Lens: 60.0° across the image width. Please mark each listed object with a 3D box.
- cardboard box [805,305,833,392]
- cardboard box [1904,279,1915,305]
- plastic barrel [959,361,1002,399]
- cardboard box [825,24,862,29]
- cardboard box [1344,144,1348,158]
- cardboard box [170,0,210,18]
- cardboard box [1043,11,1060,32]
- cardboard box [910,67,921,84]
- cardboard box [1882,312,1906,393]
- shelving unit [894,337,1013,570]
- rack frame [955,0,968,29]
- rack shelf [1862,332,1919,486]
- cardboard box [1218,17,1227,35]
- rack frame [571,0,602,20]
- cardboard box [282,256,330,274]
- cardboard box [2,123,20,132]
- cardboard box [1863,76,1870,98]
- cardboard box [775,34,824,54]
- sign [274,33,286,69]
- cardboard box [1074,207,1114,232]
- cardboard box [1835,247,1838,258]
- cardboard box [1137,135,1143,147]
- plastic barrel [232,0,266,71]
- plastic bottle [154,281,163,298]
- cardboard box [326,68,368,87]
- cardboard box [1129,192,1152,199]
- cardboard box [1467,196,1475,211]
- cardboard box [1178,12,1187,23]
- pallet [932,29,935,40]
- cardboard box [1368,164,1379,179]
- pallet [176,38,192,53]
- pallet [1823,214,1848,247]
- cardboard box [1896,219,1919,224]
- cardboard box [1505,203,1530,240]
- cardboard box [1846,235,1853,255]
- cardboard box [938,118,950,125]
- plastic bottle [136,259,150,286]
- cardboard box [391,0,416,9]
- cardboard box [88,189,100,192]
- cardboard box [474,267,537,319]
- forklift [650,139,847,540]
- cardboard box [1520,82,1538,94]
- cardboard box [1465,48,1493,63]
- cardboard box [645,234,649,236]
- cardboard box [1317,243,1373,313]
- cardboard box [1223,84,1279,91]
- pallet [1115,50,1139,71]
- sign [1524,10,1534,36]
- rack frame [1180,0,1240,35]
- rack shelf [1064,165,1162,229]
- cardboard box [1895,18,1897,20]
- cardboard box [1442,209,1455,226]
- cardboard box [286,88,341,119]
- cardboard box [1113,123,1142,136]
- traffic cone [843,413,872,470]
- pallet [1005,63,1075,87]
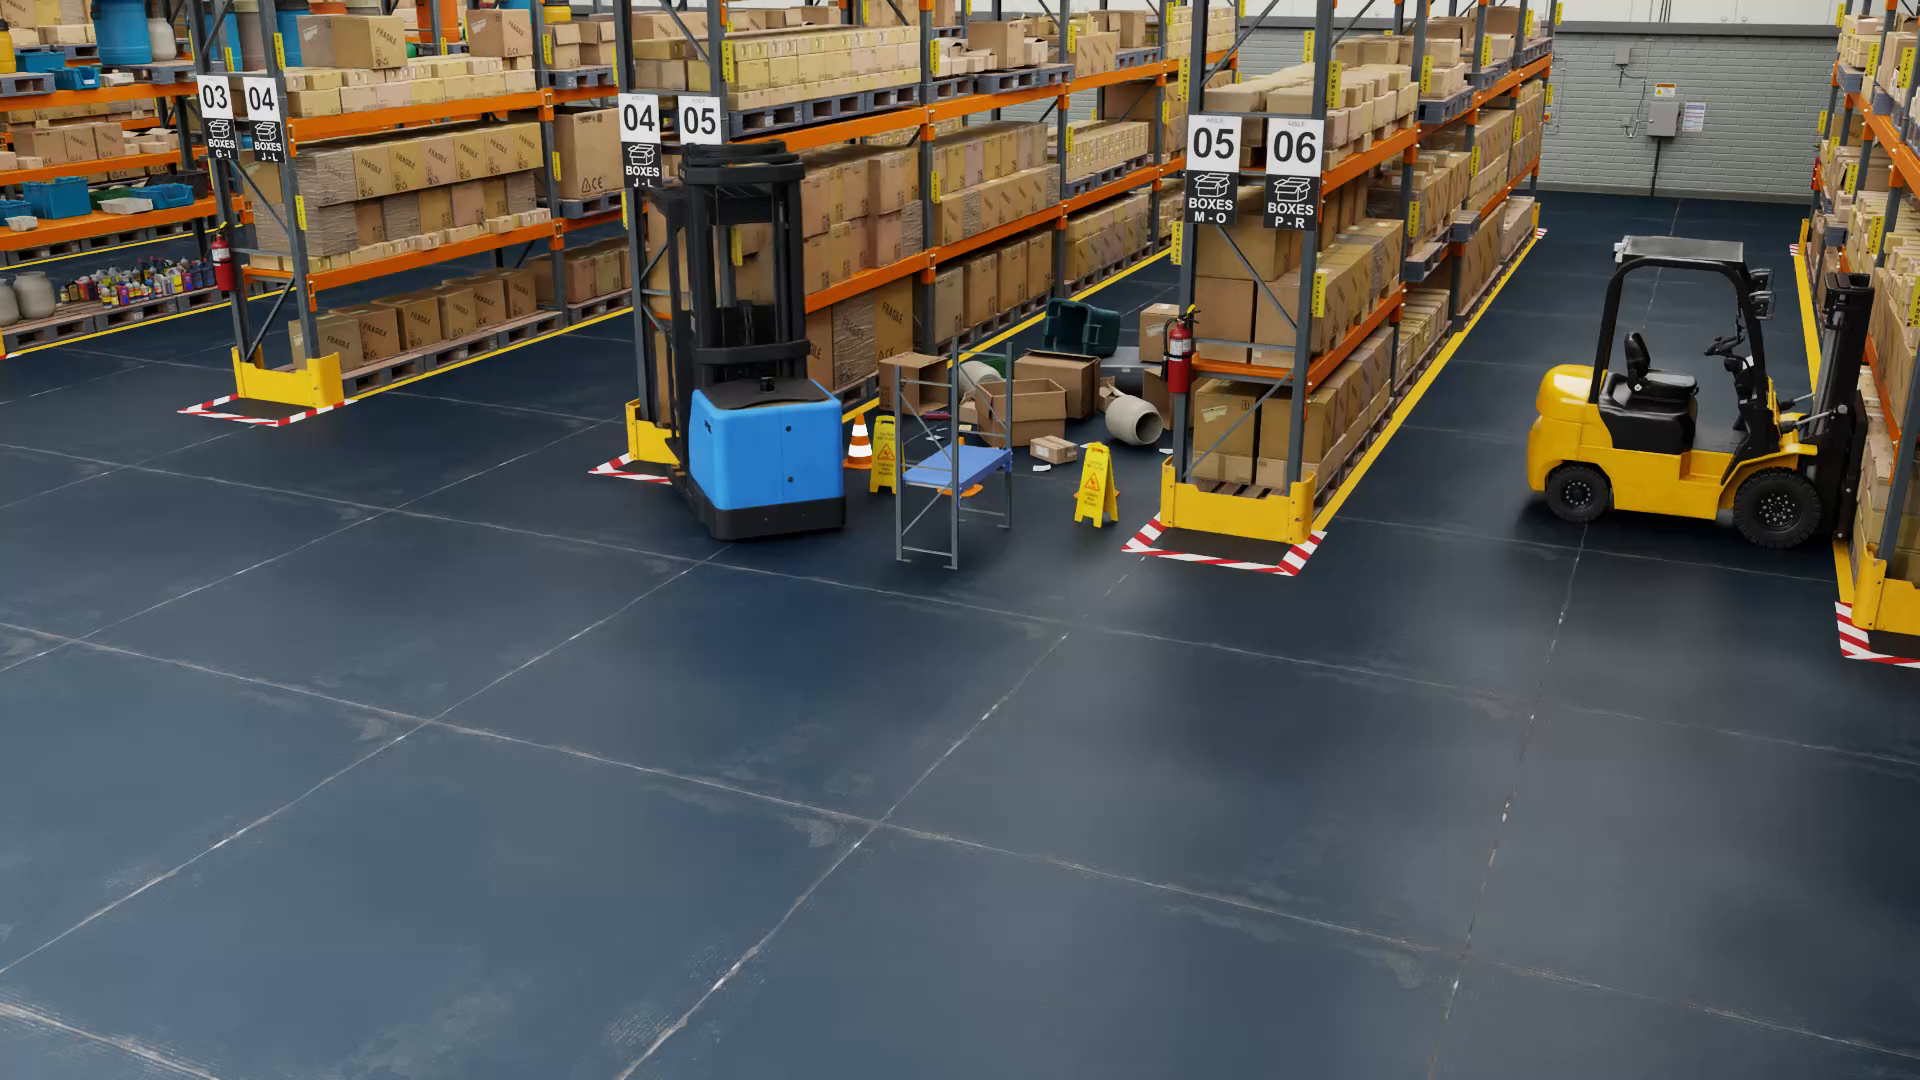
[{"bbox_3d":[-1.828,-1.811,16.129,0.875,0.875,0.875,8,21,22],"label":"cardboard box"},{"bbox_3d":[6.969,-1.756,11.868,0.380,0.149,0.250,9,22,24],"label":"cardboard box"},{"bbox_3d":[0.170,-1.580,16.780,0.421,0.421,0.512,-9,22,-24],"label":"plastic barrel"},{"bbox_3d":[-1.225,-5.202,17.053,0.380,0.149,0.250,9,21,23],"label":"cardboard box"},{"bbox_3d":[2.831,-3.080,13.051,0.380,0.149,0.250,8,21,22],"label":"cardboard box"},{"bbox_3d":[-12.463,-8.710,26.865,0.500,0.500,0.500,9,21,23],"label":"cardboard box"},{"bbox_3d":[1.309,-6.950,22.268,0.396,0.266,0.258,9,21,23],"label":"cardboard box"},{"bbox_3d":[-0.623,-4.736,16.931,0.380,0.149,0.250,8,21,22],"label":"cardboard box"},{"bbox_3d":[7.076,-1.348,12.133,0.500,0.500,0.500,8,21,22],"label":"cardboard box"},{"bbox_3d":[-0.035,-0.681,12.644,0.538,1.500,1.048,9,21,23],"label":"shelving unit"},{"bbox_3d":[-0.335,-10.558,29.226,1.000,3.000,0.127,9,21,23],"label":"rack frame"},{"bbox_3d":[7.503,-1.073,12.582,1.077,0.370,4.000,9,21,23],"label":"rack shelf"},{"bbox_3d":[3.984,-8.266,26.735,0.500,0.250,0.500,8,21,21],"label":"cardboard box"},{"bbox_3d":[-6.492,-10.015,27.699,1.000,3.000,0.127,9,21,23],"label":"rack frame"},{"bbox_3d":[-6.553,-2.776,16.673,0.380,0.149,0.250,9,21,23],"label":"cardboard box"},{"bbox_3d":[-16.822,-7.284,29.320,0.380,0.149,0.250,8,21,22],"label":"cardboard box"},{"bbox_3d":[10.154,-4.932,18.109,0.500,0.250,0.500,9,21,23],"label":"cardboard box"},{"bbox_3d":[-1.455,-4.491,15.052,0.380,0.149,0.250,8,21,22],"label":"cardboard box"},{"bbox_3d":[-6.392,-4.591,15.620,0.100,0.325,0.005,9,21,23],"label":"sign"},{"bbox_3d":[1.798,-4.430,22.932,0.500,0.250,0.500,9,21,23],"label":"cardboard box"},{"bbox_3d":[11.071,-3.546,20.599,0.380,0.149,0.250,7,21,20],"label":"cardboard box"},{"bbox_3d":[2.421,-5.787,24.069,0.380,0.149,0.250,9,21,23],"label":"cardboard box"},{"bbox_3d":[-9.490,-6.777,22.324,0.600,0.901,0.600,0,20,0],"label":"plastic barrel"},{"bbox_3d":[-10.073,-3.148,20.865,0.097,0.201,0.097,0,20,0],"label":"plastic bottle"},{"bbox_3d":[-6.201,-4.657,16.738,0.380,0.149,0.250,9,22,25],"label":"cardboard box"},{"bbox_3d":[2.886,-5.485,26.656,0.380,0.149,0.250,8,21,21],"label":"cardboard box"},{"bbox_3d":[5.860,-3.970,19.880,0.500,0.250,0.500,8,21,22],"label":"cardboard box"},{"bbox_3d":[3.192,-7.855,24.985,0.380,0.149,0.250,8,21,21],"label":"cardboard box"},{"bbox_3d":[-1.128,-8.500,28.049,1.003,0.211,1.213,9,21,23],"label":"pallet"},{"bbox_3d":[4.045,-3.778,16.928,0.380,0.149,0.250,8,21,21],"label":"cardboard box"},{"bbox_3d":[-12.843,-7.751,26.091,1.213,0.211,1.003,10,22,25],"label":"pallet"},{"bbox_3d":[10.173,-3.372,18.261,1.213,0.211,1.003,9,21,23],"label":"pallet"},{"bbox_3d":[8.756,-2.905,15.544,0.380,0.149,0.250,9,21,23],"label":"cardboard box"},{"bbox_3d":[8.160,-4.866,25.371,0.875,0.438,0.875,9,22,24],"label":"cardboard box"},{"bbox_3d":[9.555,-3.073,17.357,0.500,0.250,0.500,9,21,23],"label":"cardboard box"},{"bbox_3d":[-0.500,-7.461,29.252,0.500,0.250,0.500,8,21,22],"label":"cardboard box"},{"bbox_3d":[-10.554,-3.454,21.501,0.144,0.351,0.185,8,21,20],"label":"plastic bottle"},{"bbox_3d":[-10.511,-10.088,30.739,0.700,0.500,0.500,9,21,23],"label":"cardboard box"},{"bbox_3d":[-13.548,-5.375,26.247,0.500,0.311,0.500,8,21,21],"label":"cardboard box"},{"bbox_3d":[-5.449,-2.966,19.936,0.500,0.500,0.500,8,21,21],"label":"cardboard box"},{"bbox_3d":[-1.883,-1.841,13.770,1.130,2.935,3.031,-7,21,-19],"label":"forklift"},{"bbox_3d":[8.490,-6.815,25.046,0.380,0.149,0.250,9,22,24],"label":"cardboard box"},{"bbox_3d":[6.431,-6.051,20.752,0.380,0.166,0.250,11,22,27],"label":"cardboard box"},{"bbox_3d":[-4.083,-3.936,22.634,0.700,0.500,0.500,7,21,18],"label":"cardboard box"},{"bbox_3d":[3.219,-2.246,14.213,0.500,0.500,0.500,8,21,22],"label":"cardboard box"},{"bbox_3d":[2.252,-3.449,12.898,0.380,0.149,0.250,8,21,22],"label":"cardboard box"},{"bbox_3d":[1.739,-6.630,22.939,1.213,0.211,1.003,9,21,23],"label":"pallet"},{"bbox_3d":[7.567,-6.882,22.126,0.100,0.325,0.005,9,21,23],"label":"sign"},{"bbox_3d":[4.149,-9.846,27.225,1.000,3.000,0.127,9,21,23],"label":"rack frame"},{"bbox_3d":[1.692,-4.847,23.194,1.077,0.370,4.000,9,21,23],"label":"rack shelf"},{"bbox_3d":[12.893,-6.918,22.501,0.500,0.250,0.500,9,21,23],"label":"cardboard box"},{"bbox_3d":[5.194,-3.536,18.183,0.380,0.149,0.250,9,21,24],"label":"cardboard box"},{"bbox_3d":[-6.454,-4.294,16.315,0.500,0.250,0.500,9,22,24],"label":"cardboard box"},{"bbox_3d":[2.415,-5.925,24.013,0.380,0.149,0.250,8,21,21],"label":"cardboard box"},{"bbox_3d":[-0.890,-0.901,14.811,0.336,0.463,0.334,9,21,23],"label":"traffic cone"},{"bbox_3d":[0.657,-5.694,20.309,1.213,0.211,1.003,10,22,25],"label":"pallet"}]
